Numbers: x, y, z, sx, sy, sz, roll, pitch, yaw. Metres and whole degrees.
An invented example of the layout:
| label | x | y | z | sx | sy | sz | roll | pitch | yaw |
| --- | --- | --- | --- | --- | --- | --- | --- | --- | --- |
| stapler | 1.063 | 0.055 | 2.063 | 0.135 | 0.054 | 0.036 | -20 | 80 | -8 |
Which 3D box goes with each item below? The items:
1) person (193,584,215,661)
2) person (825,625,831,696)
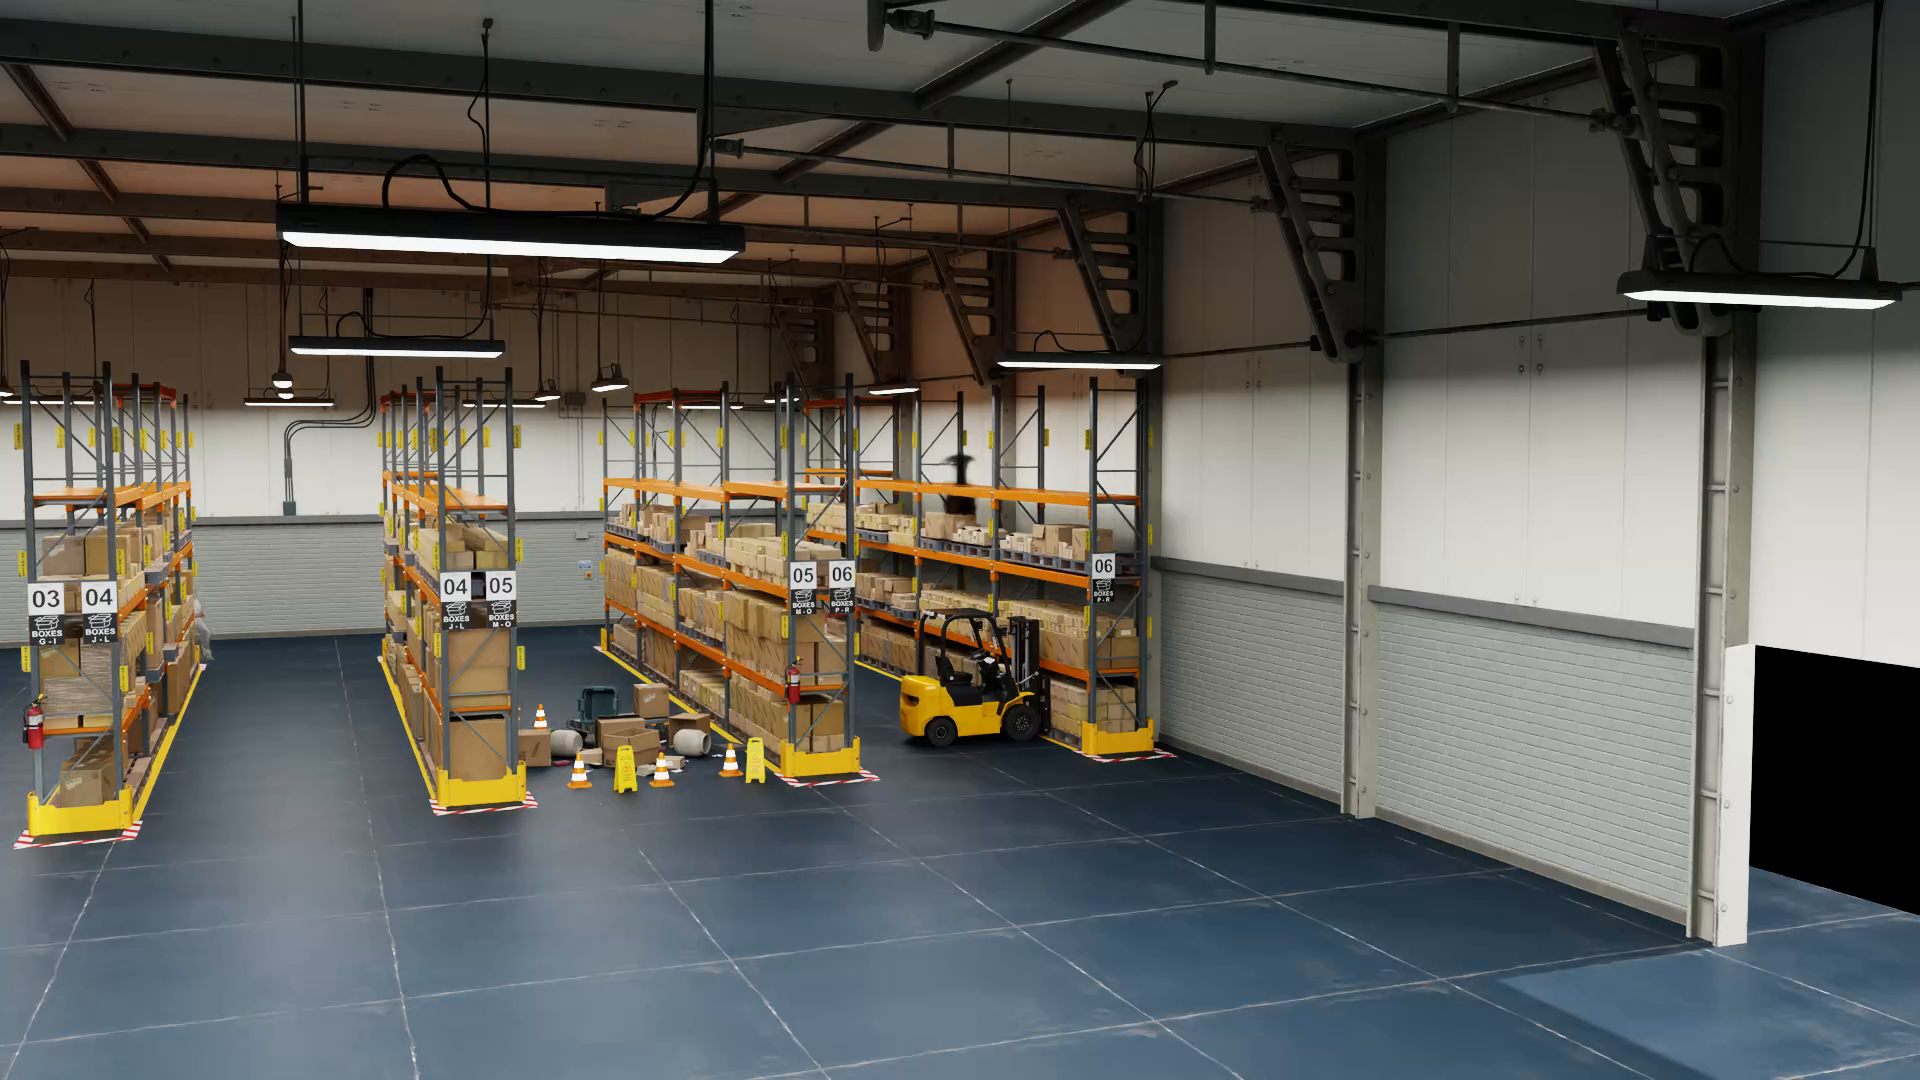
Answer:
| label | x | y | z | sx | sy | sz | roll | pitch | yaw |
| --- | --- | --- | --- | --- | --- | --- | --- | --- | --- |
| person | -17.310 | 1.875 | 37.515 | 0.798 | 1.801 | 0.702 | 0 | 3 | -4 |
| person | -2.756 | 2.190 | 31.571 | 0.673 | 1.764 | 1.000 | -2 | 4 | -26 |
